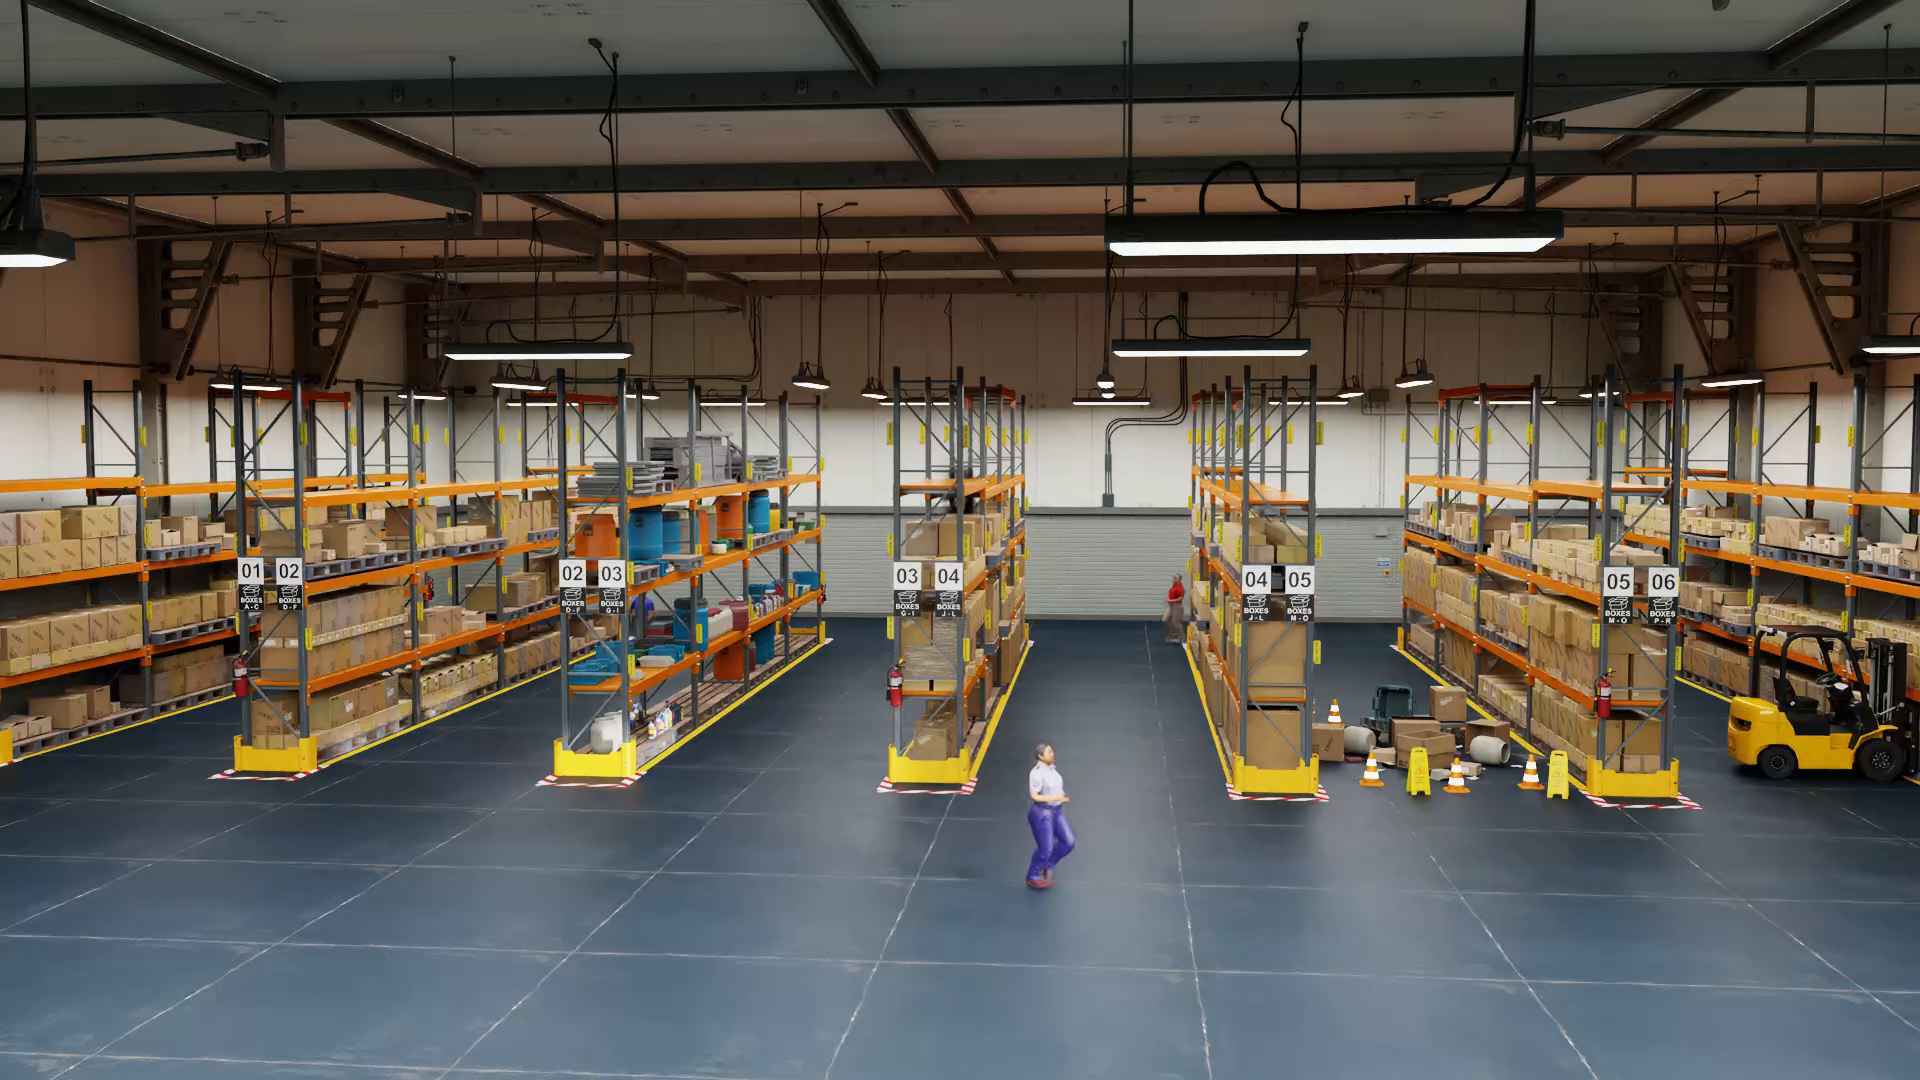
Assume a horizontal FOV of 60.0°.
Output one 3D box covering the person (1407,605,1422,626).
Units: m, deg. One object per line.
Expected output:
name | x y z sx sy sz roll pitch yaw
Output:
person | 11.056 1.649 40.394 0.529 1.696 0.747 2 4 30

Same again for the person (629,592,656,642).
person | -7.162 1.875 37.421 0.615 1.618 0.815 0 4 0

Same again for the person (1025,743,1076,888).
person | 1.008 3.051 18.364 0.590 1.627 0.589 2 4 33

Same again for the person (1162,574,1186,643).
person | 5.219 1.670 40.263 0.655 1.734 0.678 -2 4 -23
